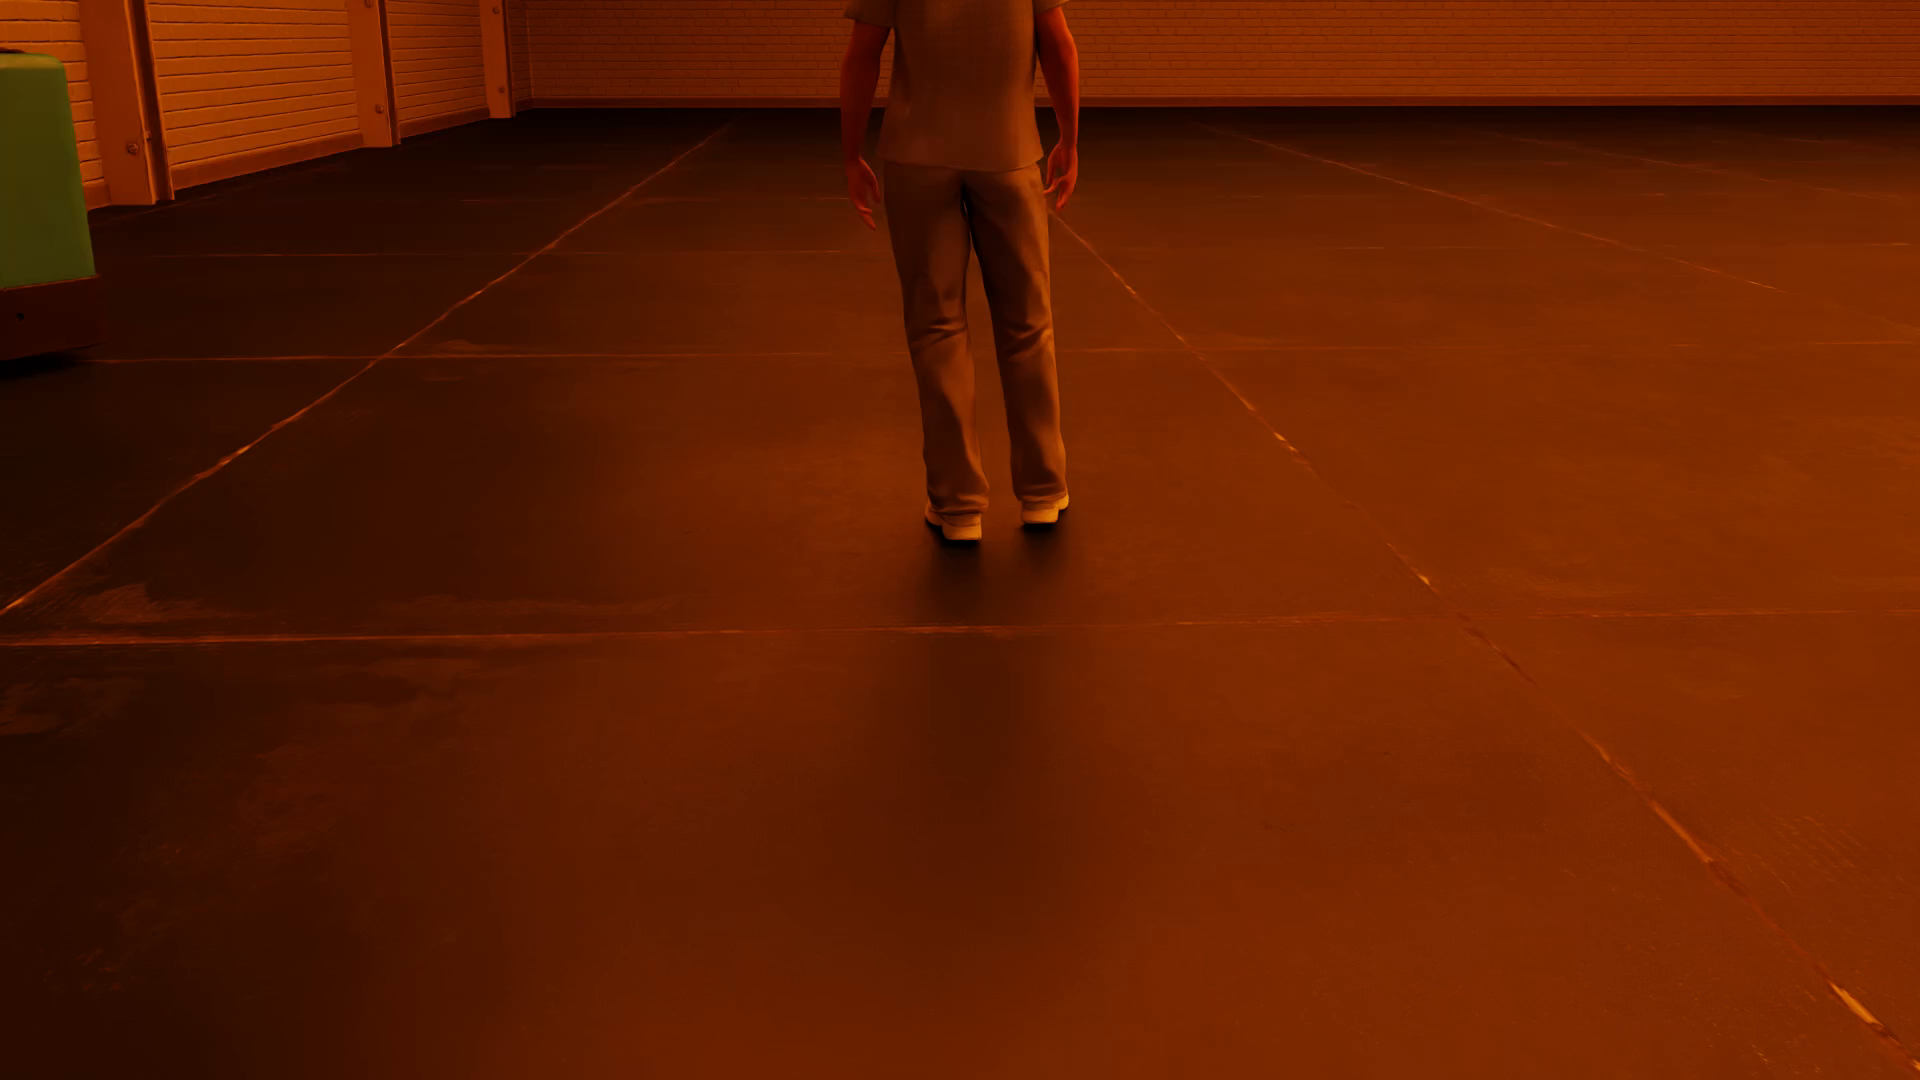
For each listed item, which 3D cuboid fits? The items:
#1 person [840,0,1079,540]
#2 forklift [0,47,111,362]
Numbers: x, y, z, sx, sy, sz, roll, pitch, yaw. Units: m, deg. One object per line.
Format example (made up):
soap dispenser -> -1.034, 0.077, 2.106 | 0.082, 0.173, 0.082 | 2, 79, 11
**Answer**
person -> 0.010, -0.830, 3.742 | 0.549, 1.675, 0.549 | -1, 17, -3
forklift -> -4.616, -2.137, 5.893 | 3.031, 2.935, 1.130 | 9, 19, 28
